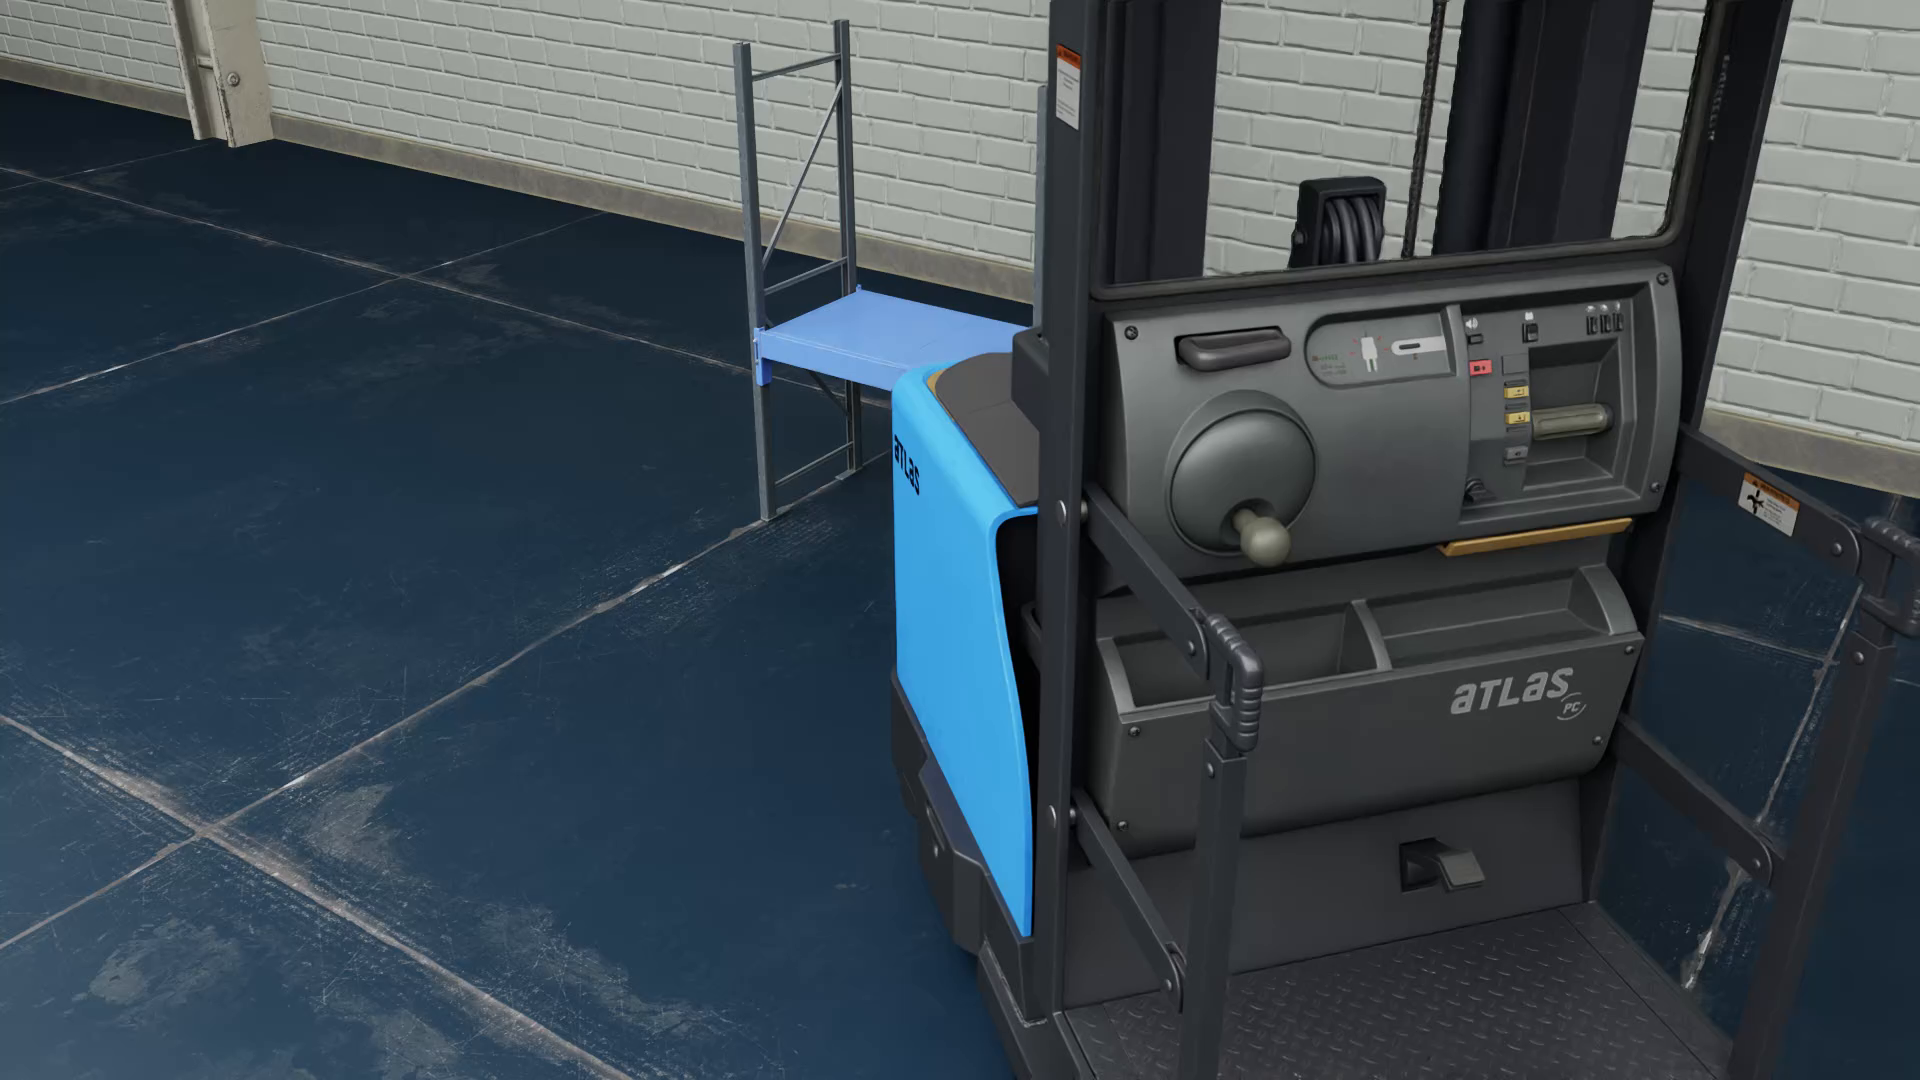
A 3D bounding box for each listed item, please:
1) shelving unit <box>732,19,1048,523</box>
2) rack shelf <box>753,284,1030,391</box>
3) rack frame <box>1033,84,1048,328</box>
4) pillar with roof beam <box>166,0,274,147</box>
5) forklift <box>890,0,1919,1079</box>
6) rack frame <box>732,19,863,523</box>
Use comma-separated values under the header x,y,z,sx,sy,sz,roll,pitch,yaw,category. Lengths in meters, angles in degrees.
x,y,z,sx,sy,sz,roll,pitch,yaw,category
-0.070,-0.690,4.953,1.048,1.500,0.538,17,32,30,shelving unit
-0.070,-0.530,5.034,1.000,0.185,0.538,17,32,30,rack shelf
0.349,-0.560,4.696,0.032,1.500,0.500,17,32,30,rack frame
-6.788,-4.819,4.798,0.400,9.000,9.100,17,32,30,pillar with roof beam
0.734,-0.153,2.319,1.130,2.935,3.031,-7,28,-14,forklift
-0.489,-0.821,5.209,0.032,1.500,0.500,17,32,30,rack frame
